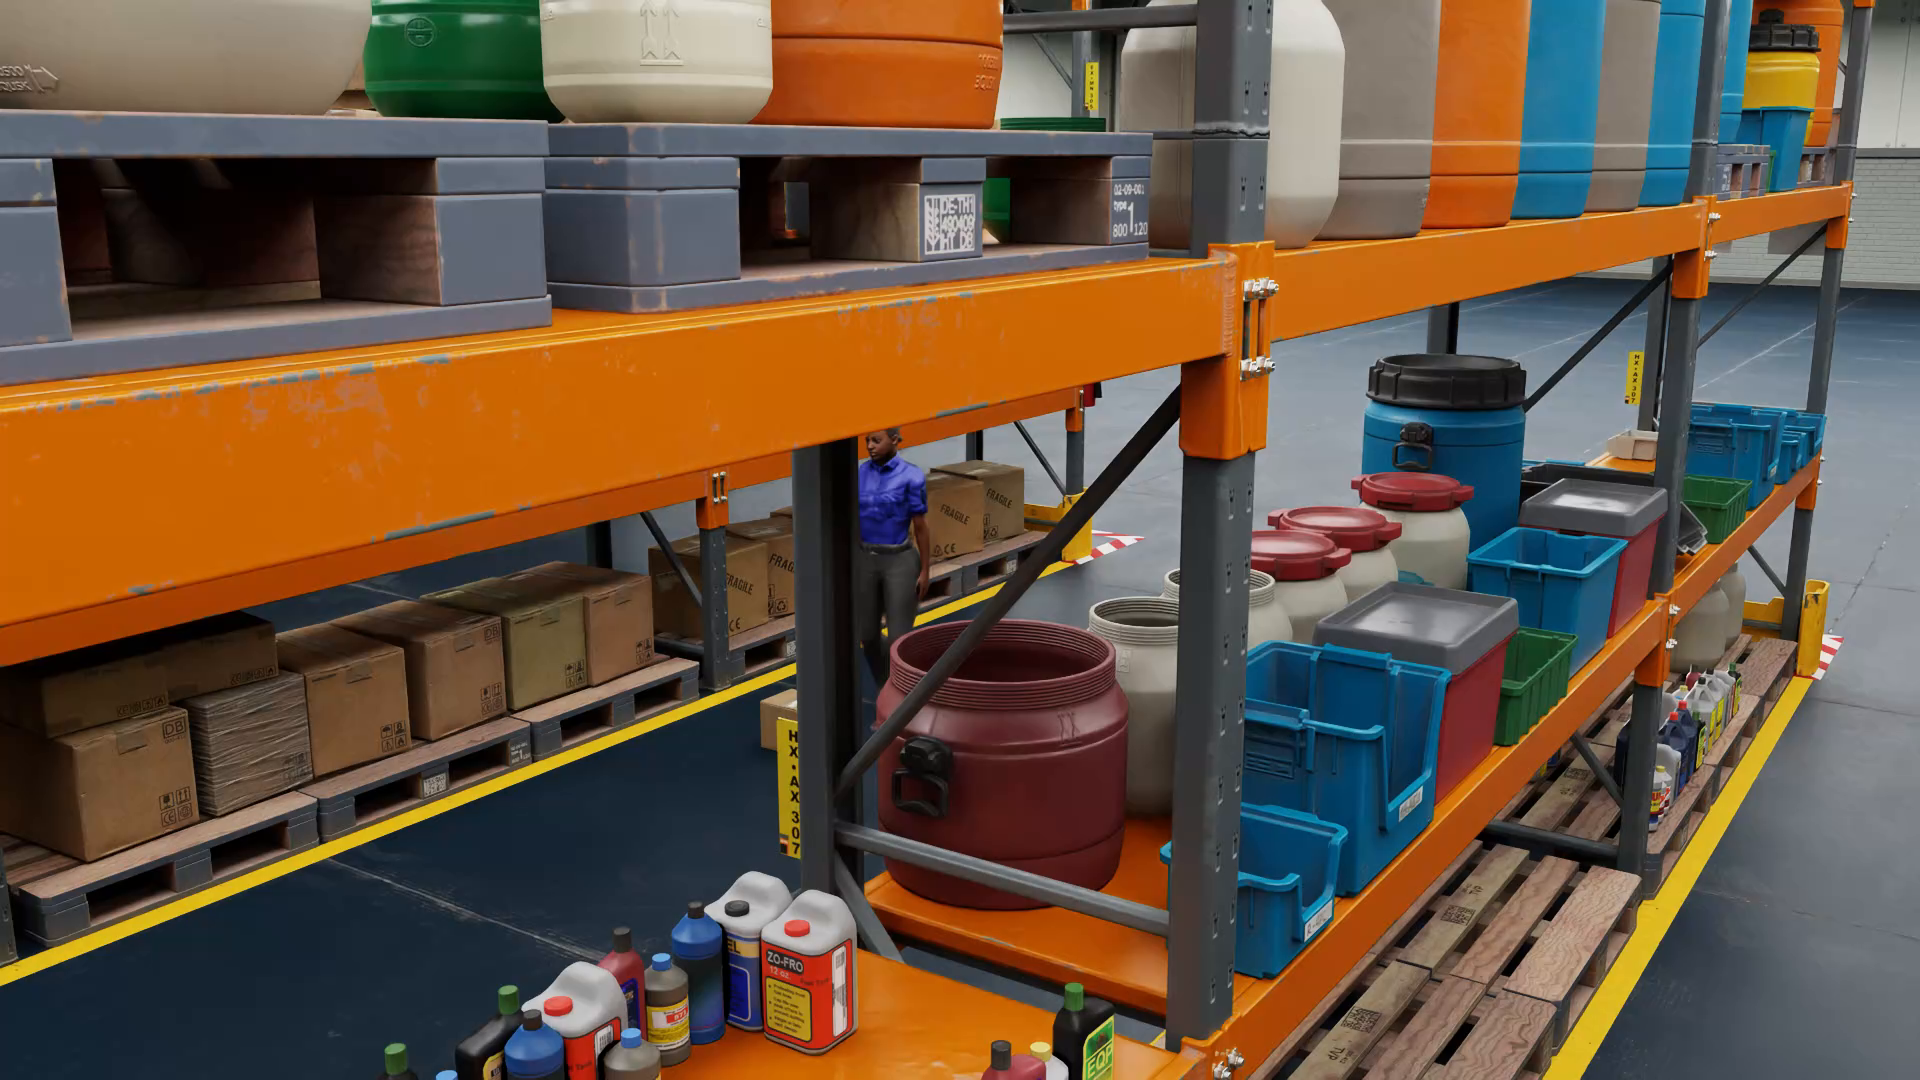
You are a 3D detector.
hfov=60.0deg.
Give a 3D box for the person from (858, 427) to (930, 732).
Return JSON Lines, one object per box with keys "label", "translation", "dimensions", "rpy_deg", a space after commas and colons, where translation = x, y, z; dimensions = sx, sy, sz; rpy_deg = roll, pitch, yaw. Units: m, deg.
{"label": "person", "translation": [-0.383, 0.156, 8.798], "dimensions": [0.465, 1.659, 0.597], "rpy_deg": [6, 15, 26]}
